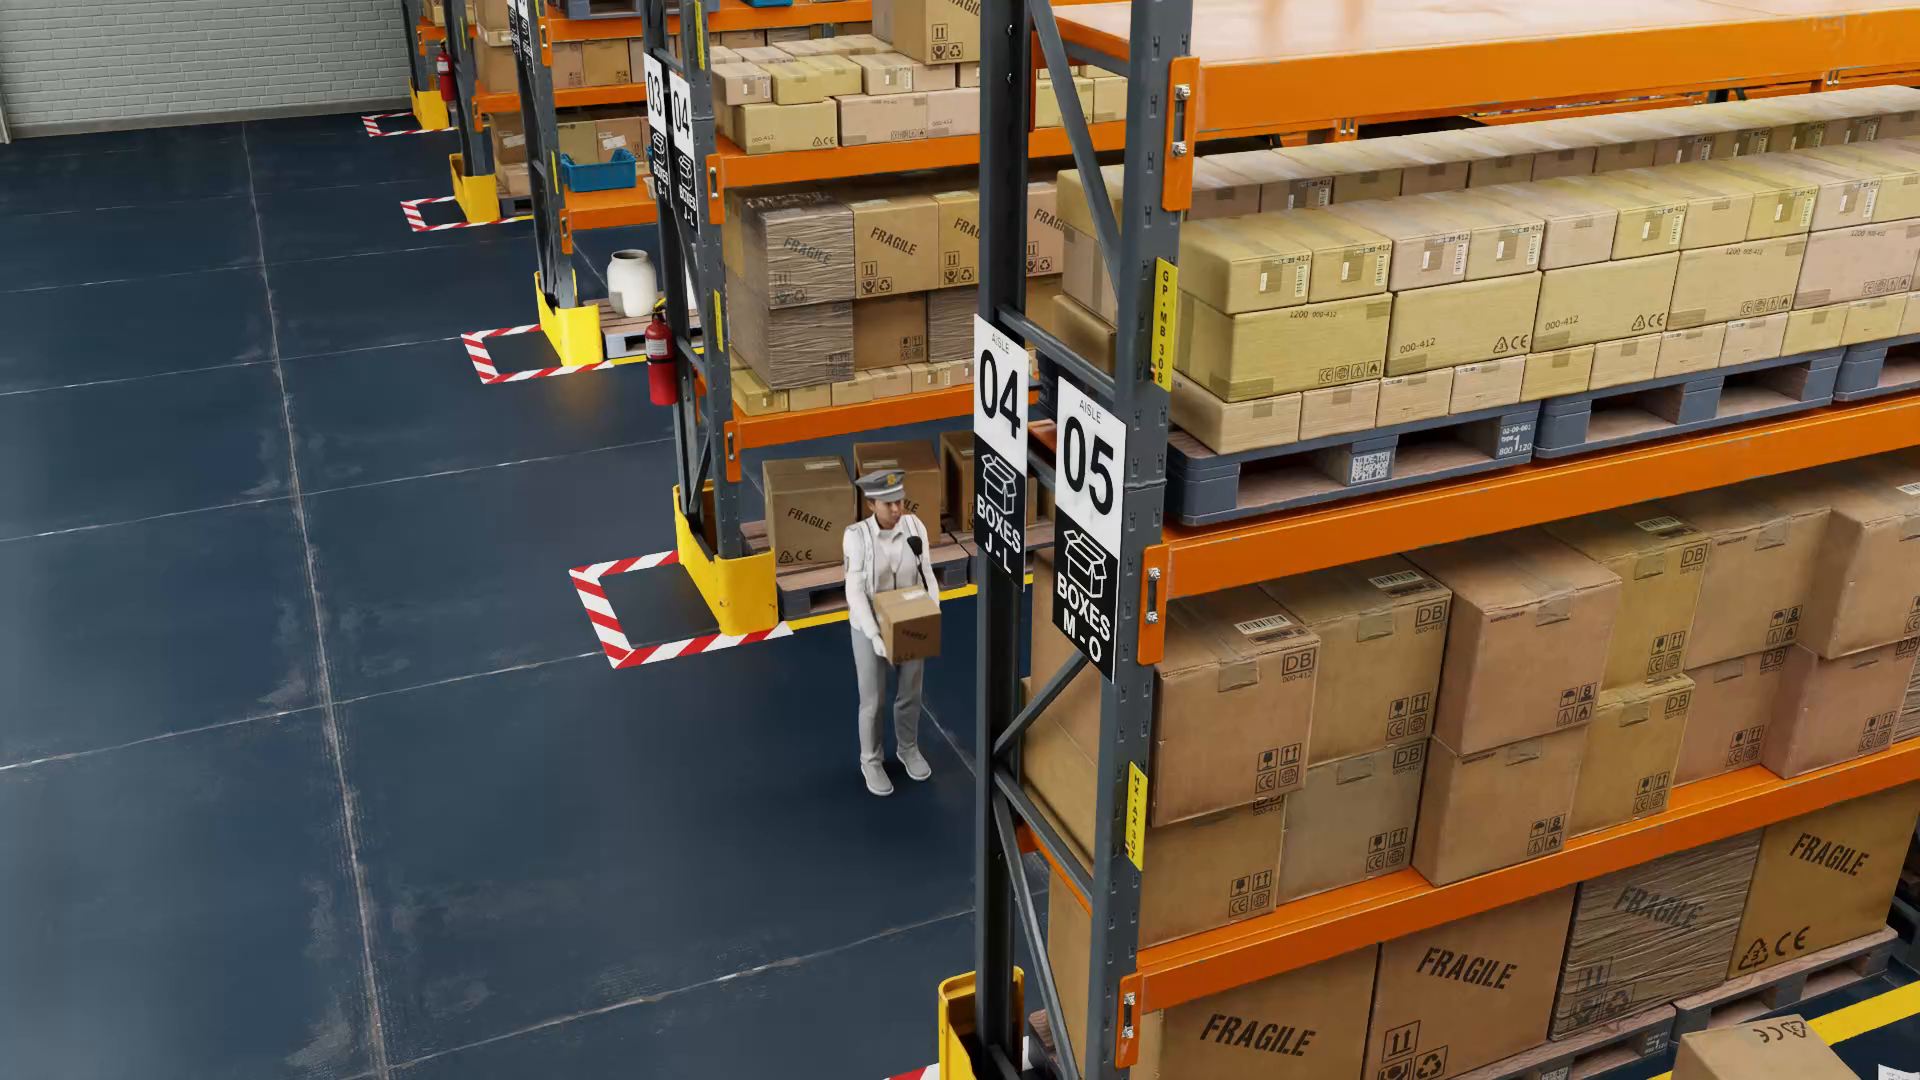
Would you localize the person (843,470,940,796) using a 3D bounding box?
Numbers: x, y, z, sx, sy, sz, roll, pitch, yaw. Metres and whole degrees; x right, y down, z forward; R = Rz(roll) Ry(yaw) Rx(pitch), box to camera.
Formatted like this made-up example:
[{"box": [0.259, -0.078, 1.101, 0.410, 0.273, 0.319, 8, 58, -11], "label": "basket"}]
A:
[{"box": [-0.325, 0.461, 8.148, 0.453, 1.691, 0.523, -11, 28, -21], "label": "person"}]
